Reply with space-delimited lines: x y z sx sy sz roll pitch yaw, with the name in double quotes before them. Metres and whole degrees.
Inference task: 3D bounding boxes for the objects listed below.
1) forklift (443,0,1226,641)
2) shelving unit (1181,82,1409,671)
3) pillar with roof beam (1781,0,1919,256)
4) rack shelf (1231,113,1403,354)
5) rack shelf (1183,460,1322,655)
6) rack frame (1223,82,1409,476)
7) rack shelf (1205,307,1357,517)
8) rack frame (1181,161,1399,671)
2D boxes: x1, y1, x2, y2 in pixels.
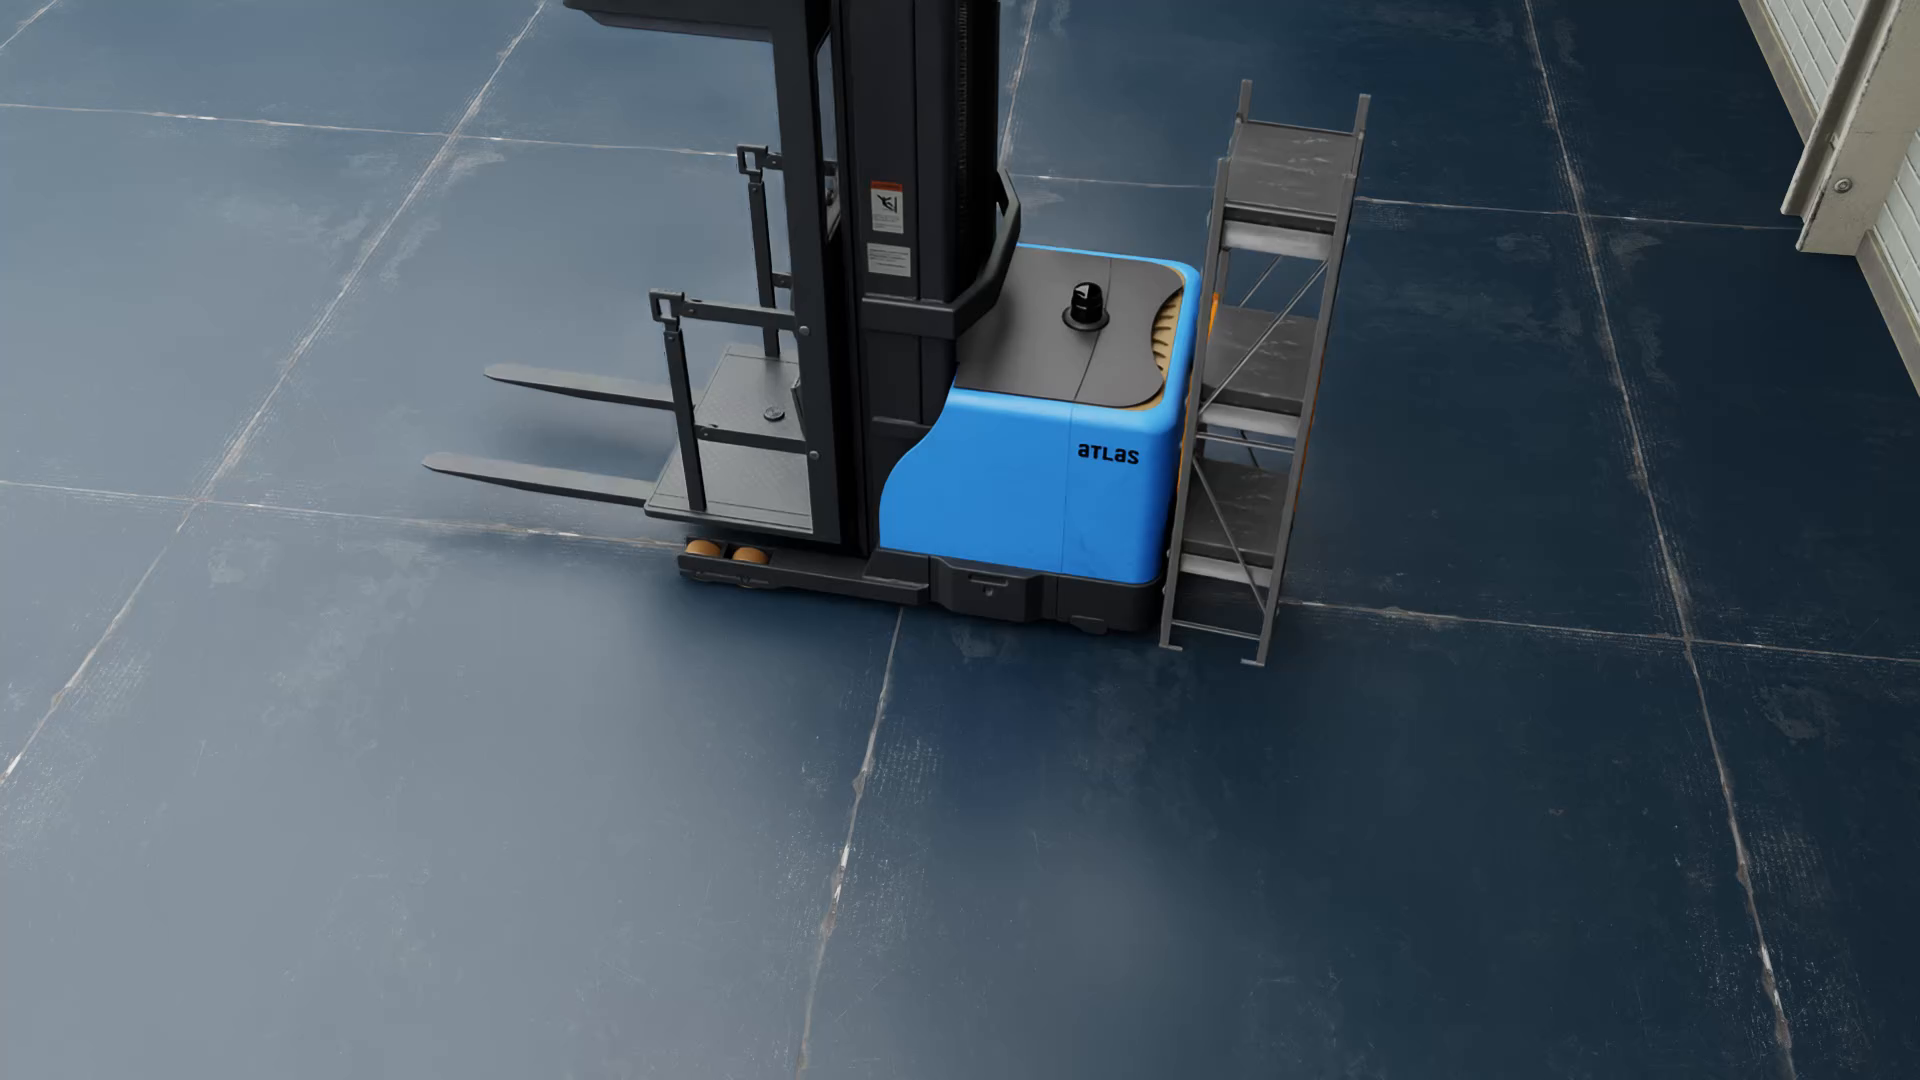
"forklift" -0.560 -1.220 5.907 3.031 2.935 1.130 9 44 10
"shelving unit" 1.111 -0.471 5.714 0.431 2.100 0.503 11 44 10
"pillar with roof beam" 0.078 -5.215 5.713 9.100 9.000 0.400 5 44 6
"rack shelf" 1.123 -0.967 5.240 0.431 0.518 0.480 11 44 10
"rack shelf" 1.098 0.045 6.207 0.431 0.518 0.480 11 44 10
"rack frame" 1.171 -0.634 5.886 0.400 2.100 0.015 11 44 10
"rack shelf" 1.111 -0.461 5.724 0.431 0.518 0.480 11 44 10
"rack frame" 1.051 -0.308 5.542 0.400 2.100 0.015 11 44 10
